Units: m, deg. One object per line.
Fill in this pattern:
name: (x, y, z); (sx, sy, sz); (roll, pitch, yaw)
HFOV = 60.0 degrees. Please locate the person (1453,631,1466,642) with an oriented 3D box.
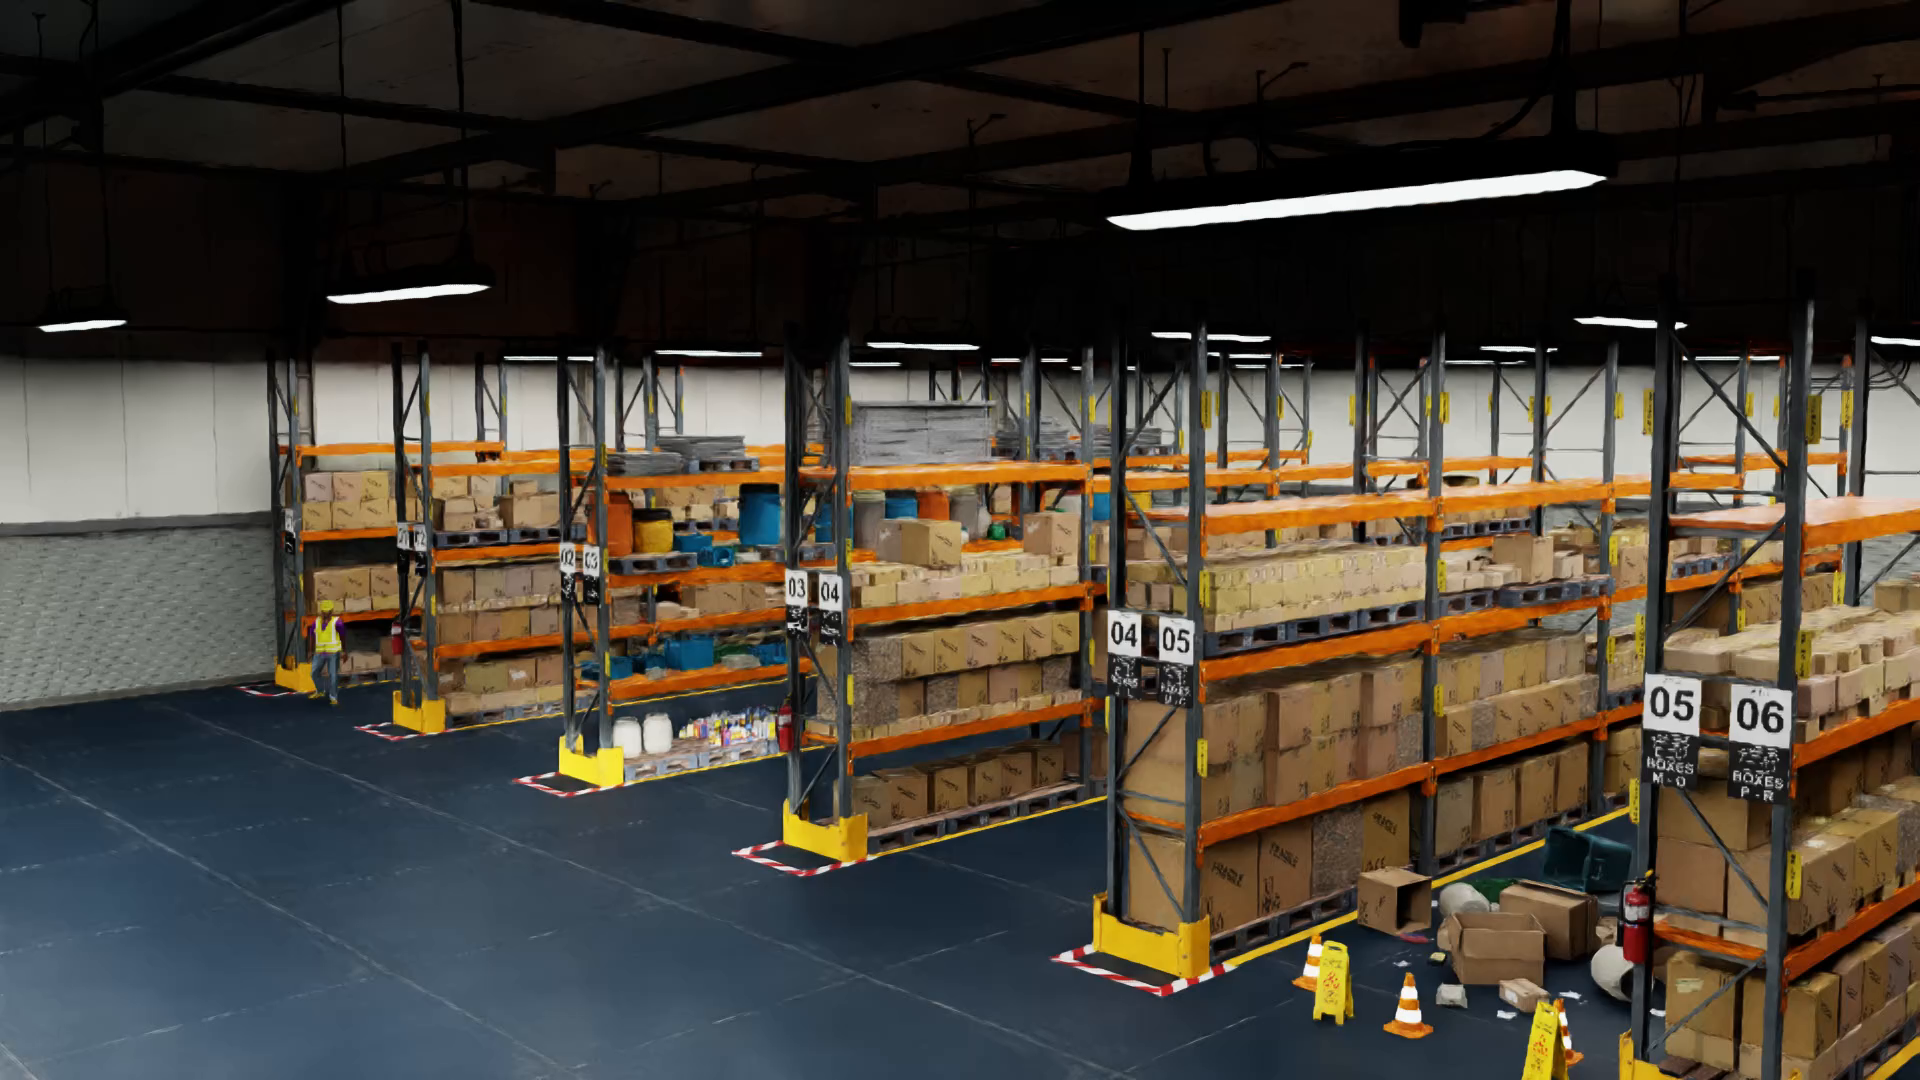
person: (7.658, 2.149, 25.502); (1.110, 1.590, 0.446); (-4, 7, -41)

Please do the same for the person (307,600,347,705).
person: (-10.690, 1.873, 27.937); (0.742, 1.758, 0.520); (0, 5, 3)
